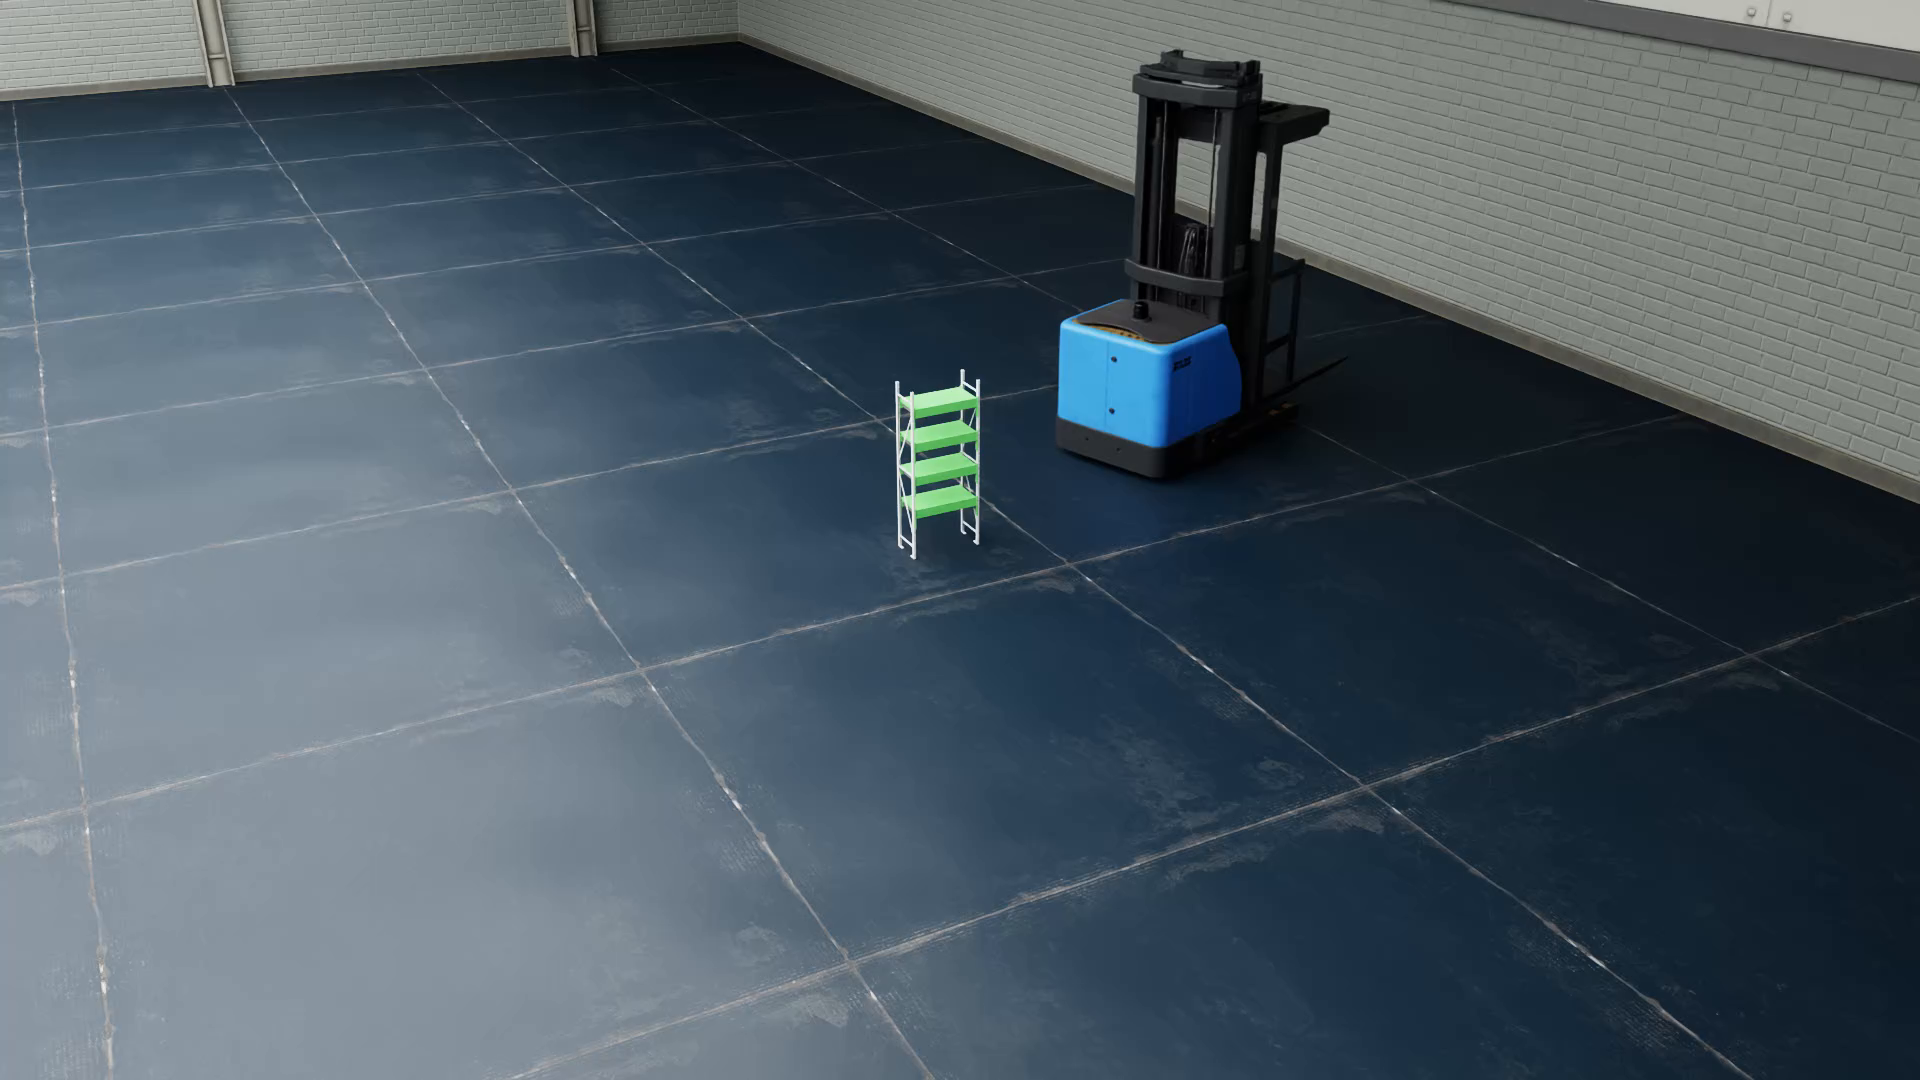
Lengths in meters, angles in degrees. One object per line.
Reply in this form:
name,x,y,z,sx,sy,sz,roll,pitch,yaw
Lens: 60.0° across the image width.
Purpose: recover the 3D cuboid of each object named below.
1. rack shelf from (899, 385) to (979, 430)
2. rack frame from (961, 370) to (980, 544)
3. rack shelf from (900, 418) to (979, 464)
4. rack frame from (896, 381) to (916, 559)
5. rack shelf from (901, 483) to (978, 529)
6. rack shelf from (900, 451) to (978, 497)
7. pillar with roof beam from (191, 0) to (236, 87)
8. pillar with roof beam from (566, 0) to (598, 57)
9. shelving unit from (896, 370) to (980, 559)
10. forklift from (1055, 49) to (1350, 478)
rack shelf,-0.146,-0.882,11.042,0.480,0.148,0.258,-13,29,-25
rack frame,0.069,-0.557,11.326,0.015,1.200,0.240,-13,29,-25
rack shelf,-0.146,-0.666,11.146,0.480,0.148,0.258,-13,29,-25
rack frame,-0.361,-0.457,11.119,0.015,1.200,0.240,-13,29,-25
rack shelf,-0.146,-0.233,11.354,0.480,0.148,0.258,-13,29,-25
rack shelf,-0.146,-0.450,11.250,0.480,0.148,0.258,-13,29,-25
pillar with roof beam,-9.918,-9.778,21.521,0.400,9.000,9.100,-13,29,-25
pillar with roof beam,-4.624,-11.000,24.067,0.400,9.000,9.100,-13,29,-25
shelving unit,-0.146,-0.507,11.222,0.503,1.200,0.258,-13,29,-25
forklift,2.103,-2.335,13.028,1.130,2.935,3.031,21,33,37
